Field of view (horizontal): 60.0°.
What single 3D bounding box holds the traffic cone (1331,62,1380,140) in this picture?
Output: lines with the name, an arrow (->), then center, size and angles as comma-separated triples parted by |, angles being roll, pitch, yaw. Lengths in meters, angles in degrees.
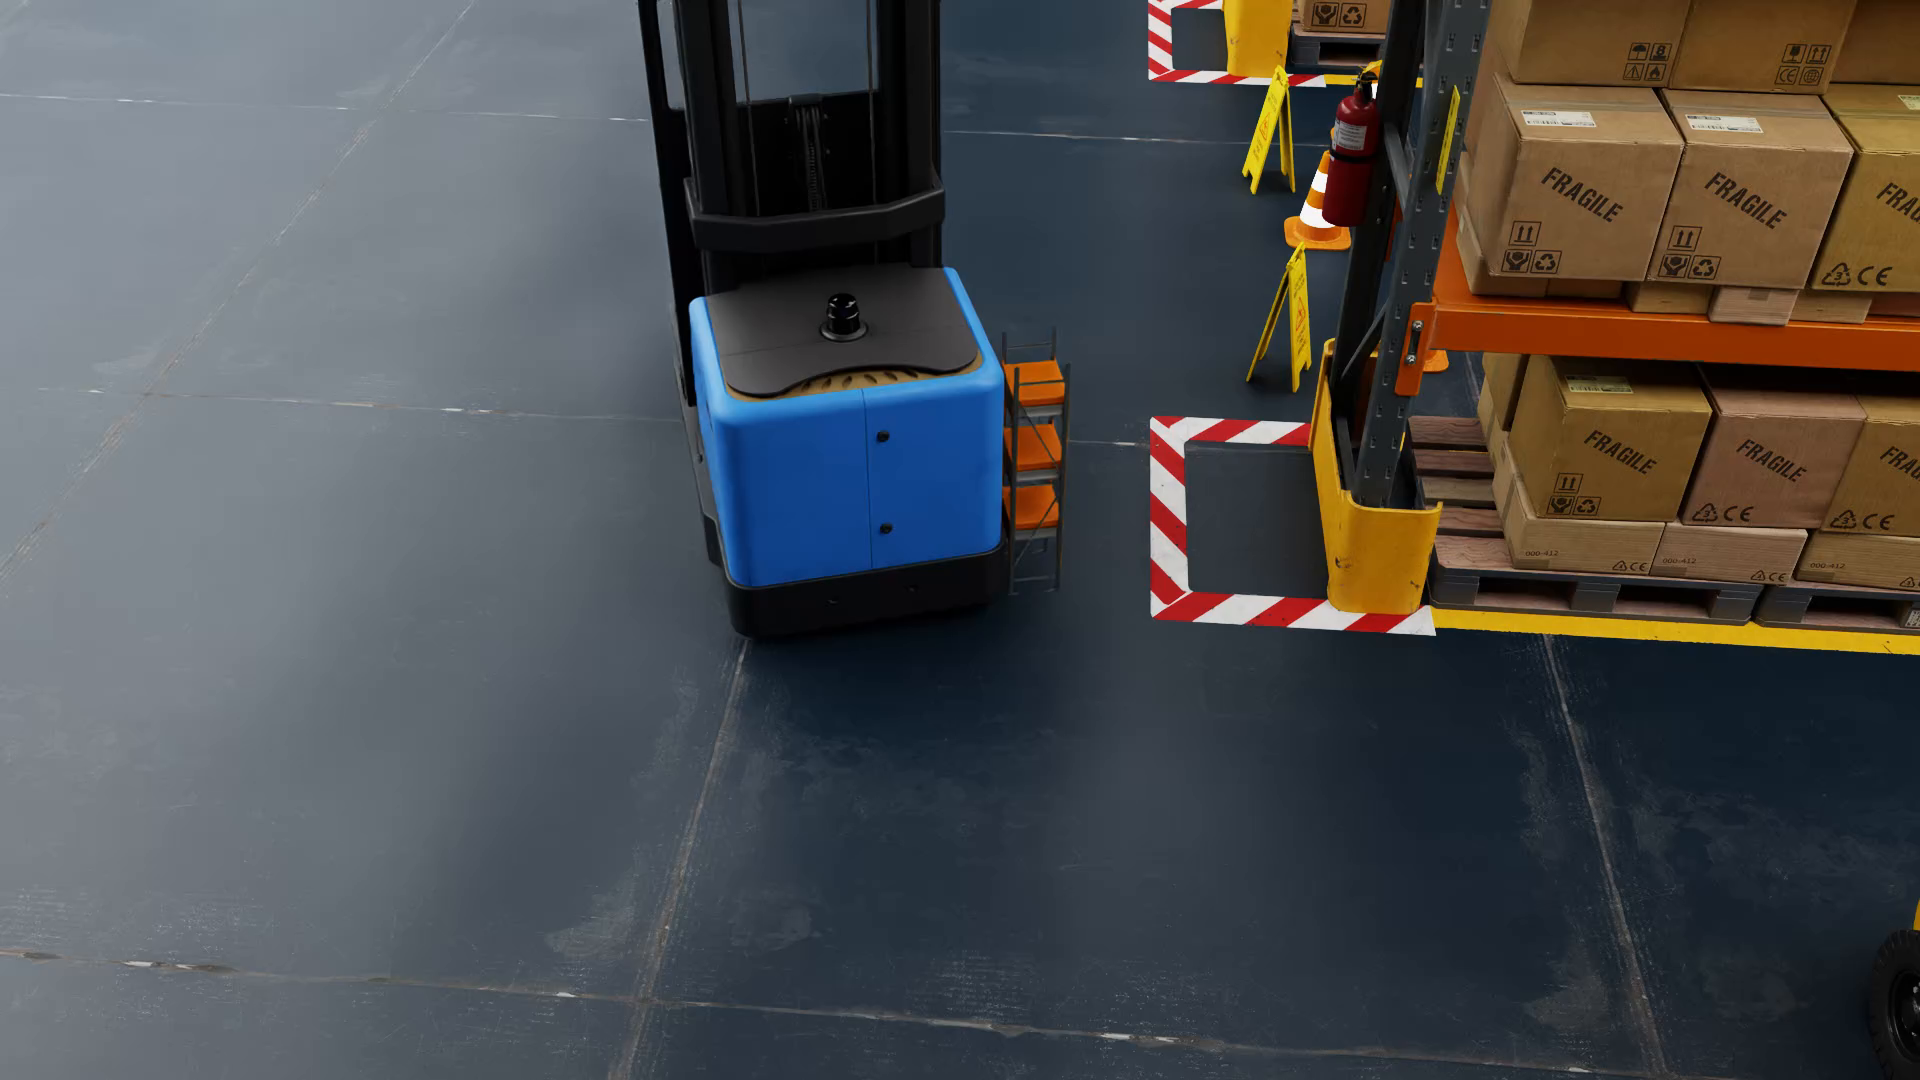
traffic cone -> 2.301, -2.465, 9.383 | 0.334, 0.463, 0.336 | 3, 39, 4

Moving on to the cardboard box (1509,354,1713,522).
cardboard box -> 2.371, -0.421, 6.114 | 0.500, 0.500, 0.500 | 2, 39, 2

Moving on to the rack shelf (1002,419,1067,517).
rack shelf -> 0.270, -0.271, 6.239 | 0.215, 0.259, 0.240 | -5, 39, -7

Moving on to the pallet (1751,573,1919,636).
pallet -> 3.662, -0.032, 6.594 | 1.213, 0.211, 1.003 | 3, 39, 4

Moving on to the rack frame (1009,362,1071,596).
rack frame -> 0.289, -0.203, 6.139 | 0.200, 1.050, 0.008 | -5, 39, -7

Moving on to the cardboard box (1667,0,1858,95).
cardboard box -> 2.599, -1.872, 5.537 | 0.500, 0.500, 0.700 | 3, 39, 4

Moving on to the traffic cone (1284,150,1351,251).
traffic cone -> 1.864, -1.773, 8.533 | 0.334, 0.463, 0.336 | 3, 39, 4

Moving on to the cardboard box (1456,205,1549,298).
cardboard box -> 1.888, -1.006, 5.780 | 0.250, 0.149, 0.380 | 3, 39, 4

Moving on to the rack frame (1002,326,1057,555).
rack frame -> 0.252, -0.355, 6.326 | 0.200, 1.050, 0.008 | -5, 39, -7

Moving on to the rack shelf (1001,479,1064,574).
rack shelf -> 0.270, -0.055, 6.414 | 0.215, 0.259, 0.240 | -5, 39, -7

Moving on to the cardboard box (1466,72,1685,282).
cardboard box -> 2.016, -1.206, 5.512 | 0.500, 0.500, 0.500 | 3, 39, 3

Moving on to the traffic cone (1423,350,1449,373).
traffic cone -> 2.107, -1.056, 7.653 | 0.334, 0.463, 0.336 | 3, 39, 4

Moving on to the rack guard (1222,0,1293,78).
rack guard -> 1.870, -3.403, 10.506 | 0.348, 0.500, 1.175 | 3, 39, 4

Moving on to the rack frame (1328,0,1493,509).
rack frame -> 1.568, -1.252, 5.884 | 0.127, 3.000, 1.000 | 3, 39, 4

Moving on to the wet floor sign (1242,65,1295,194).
wet floor sign -> 1.694, -2.214, 8.931 | 0.232, 0.644, 0.267 | -3, 39, -4

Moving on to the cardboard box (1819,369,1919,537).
cardboard box -> 3.392, -0.363, 6.042 | 0.500, 0.500, 0.500 | 4, 39, 5

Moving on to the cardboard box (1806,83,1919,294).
cardboard box -> 3.040, -1.153, 5.447 | 0.500, 0.500, 0.500 | 2, 39, 3

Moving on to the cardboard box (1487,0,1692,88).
cardboard box -> 2.095, -1.904, 5.577 | 0.500, 0.500, 0.700 | 2, 39, 3

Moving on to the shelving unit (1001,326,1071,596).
shelving unit -> 0.270, -0.279, 6.232 | 0.215, 1.050, 0.252 | -5, 39, -7

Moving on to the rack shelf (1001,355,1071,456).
rack shelf -> 0.270, -0.491, 6.060 | 0.215, 0.259, 0.240 | -5, 39, -7

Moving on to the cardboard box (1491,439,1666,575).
cardboard box -> 2.347, -0.131, 6.352 | 0.500, 0.250, 0.500 | 3, 39, 3

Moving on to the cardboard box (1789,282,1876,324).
cardboard box -> 2.908, -0.900, 5.650 | 0.250, 0.149, 0.380 | 4, 39, 5

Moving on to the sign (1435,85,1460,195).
sign -> 1.521, -1.247, 5.191 | 0.005, 0.325, 0.100 | 3, 39, 4

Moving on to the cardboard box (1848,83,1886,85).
cardboard box -> 3.129, -1.491, 5.862 | 0.500, 0.500, 0.500 | 3, 39, 4

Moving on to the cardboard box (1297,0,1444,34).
cardboard box -> 2.575, -3.715, 10.259 | 0.875, 0.875, 0.875 | 3, 39, 4

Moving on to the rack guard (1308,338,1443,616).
rack guard -> 1.643, -0.279, 6.668 | 0.348, 0.500, 1.175 | 3, 39, 4

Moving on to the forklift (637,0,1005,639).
forklift -> -0.671, -1.708, 6.498 | 1.130, 2.935, 3.031 | -9, 40, -10

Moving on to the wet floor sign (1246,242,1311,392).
wet floor sign -> 1.471, -1.023, 7.466 | 0.232, 0.644, 0.267 | 16, 42, 19

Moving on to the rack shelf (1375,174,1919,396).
rack shelf -> 3.560, -0.864, 5.977 | 4.000, 0.370, 1.077 | 3, 39, 4

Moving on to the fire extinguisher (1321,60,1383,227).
fire extinguisher -> 1.493, -1.518, 6.272 | 0.183, 0.674, 0.296 | 3, 39, 4

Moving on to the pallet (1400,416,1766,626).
pallet -> 2.450, -0.100, 6.677 | 1.213, 0.211, 1.003 | 3, 39, 4

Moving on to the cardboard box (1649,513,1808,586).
cardboard box -> 2.855, -0.098, 6.312 | 0.500, 0.250, 0.500 | 4, 39, 5

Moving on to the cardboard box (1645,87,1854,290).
cardboard box -> 2.532, -1.180, 5.480 | 0.500, 0.500, 0.500 | 4, 39, 5

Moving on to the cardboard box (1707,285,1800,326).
cardboard box -> 2.647, -0.893, 5.642 | 0.250, 0.149, 0.380 | 4, 39, 5

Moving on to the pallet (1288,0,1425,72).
pallet -> 2.697, -3.295, 10.602 | 1.213, 0.211, 1.003 | 3, 39, 4

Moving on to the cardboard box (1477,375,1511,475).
cardboard box -> 2.420, -0.473, 6.771 | 0.500, 0.250, 0.500 | 3, 39, 4

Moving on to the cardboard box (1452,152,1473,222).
cardboard box -> 1.959, -1.269, 6.103 | 0.250, 0.149, 0.380 | 4, 39, 5

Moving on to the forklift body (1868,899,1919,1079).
forklift body -> 3.190, 1.155, 3.599 | 1.214, 2.155, 2.313 | 3, 39, 4

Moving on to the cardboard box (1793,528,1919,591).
cardboard box -> 3.400, -0.077, 6.285 | 0.500, 0.250, 0.500 | 6, 39, 7

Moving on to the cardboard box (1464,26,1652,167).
cardboard box -> 2.132, -1.550, 5.935 | 0.500, 0.500, 0.500 | 2, 39, 3

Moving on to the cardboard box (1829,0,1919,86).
cardboard box -> 3.116, -1.908, 5.583 | 0.500, 0.500, 0.700 | 3, 39, 3

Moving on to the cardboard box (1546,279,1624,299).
cardboard box -> 2.141, -1.002, 5.775 | 0.250, 0.149, 0.380 | 4, 39, 5

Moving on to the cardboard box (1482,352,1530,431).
cardboard box -> 2.388, -0.760, 6.530 | 0.500, 0.500, 0.500 | 3, 39, 4

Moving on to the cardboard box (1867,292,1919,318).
cardboard box -> 3.176, -0.924, 5.679 | 0.250, 0.149, 0.380 | 4, 39, 5

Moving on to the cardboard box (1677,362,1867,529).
cardboard box -> 2.892, -0.395, 6.082 | 0.500, 0.500, 0.500 | 2, 39, 2

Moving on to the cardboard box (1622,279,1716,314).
cardboard box -> 2.398, -0.936, 5.694 | 0.250, 0.149, 0.380 | 2, 39, 2
